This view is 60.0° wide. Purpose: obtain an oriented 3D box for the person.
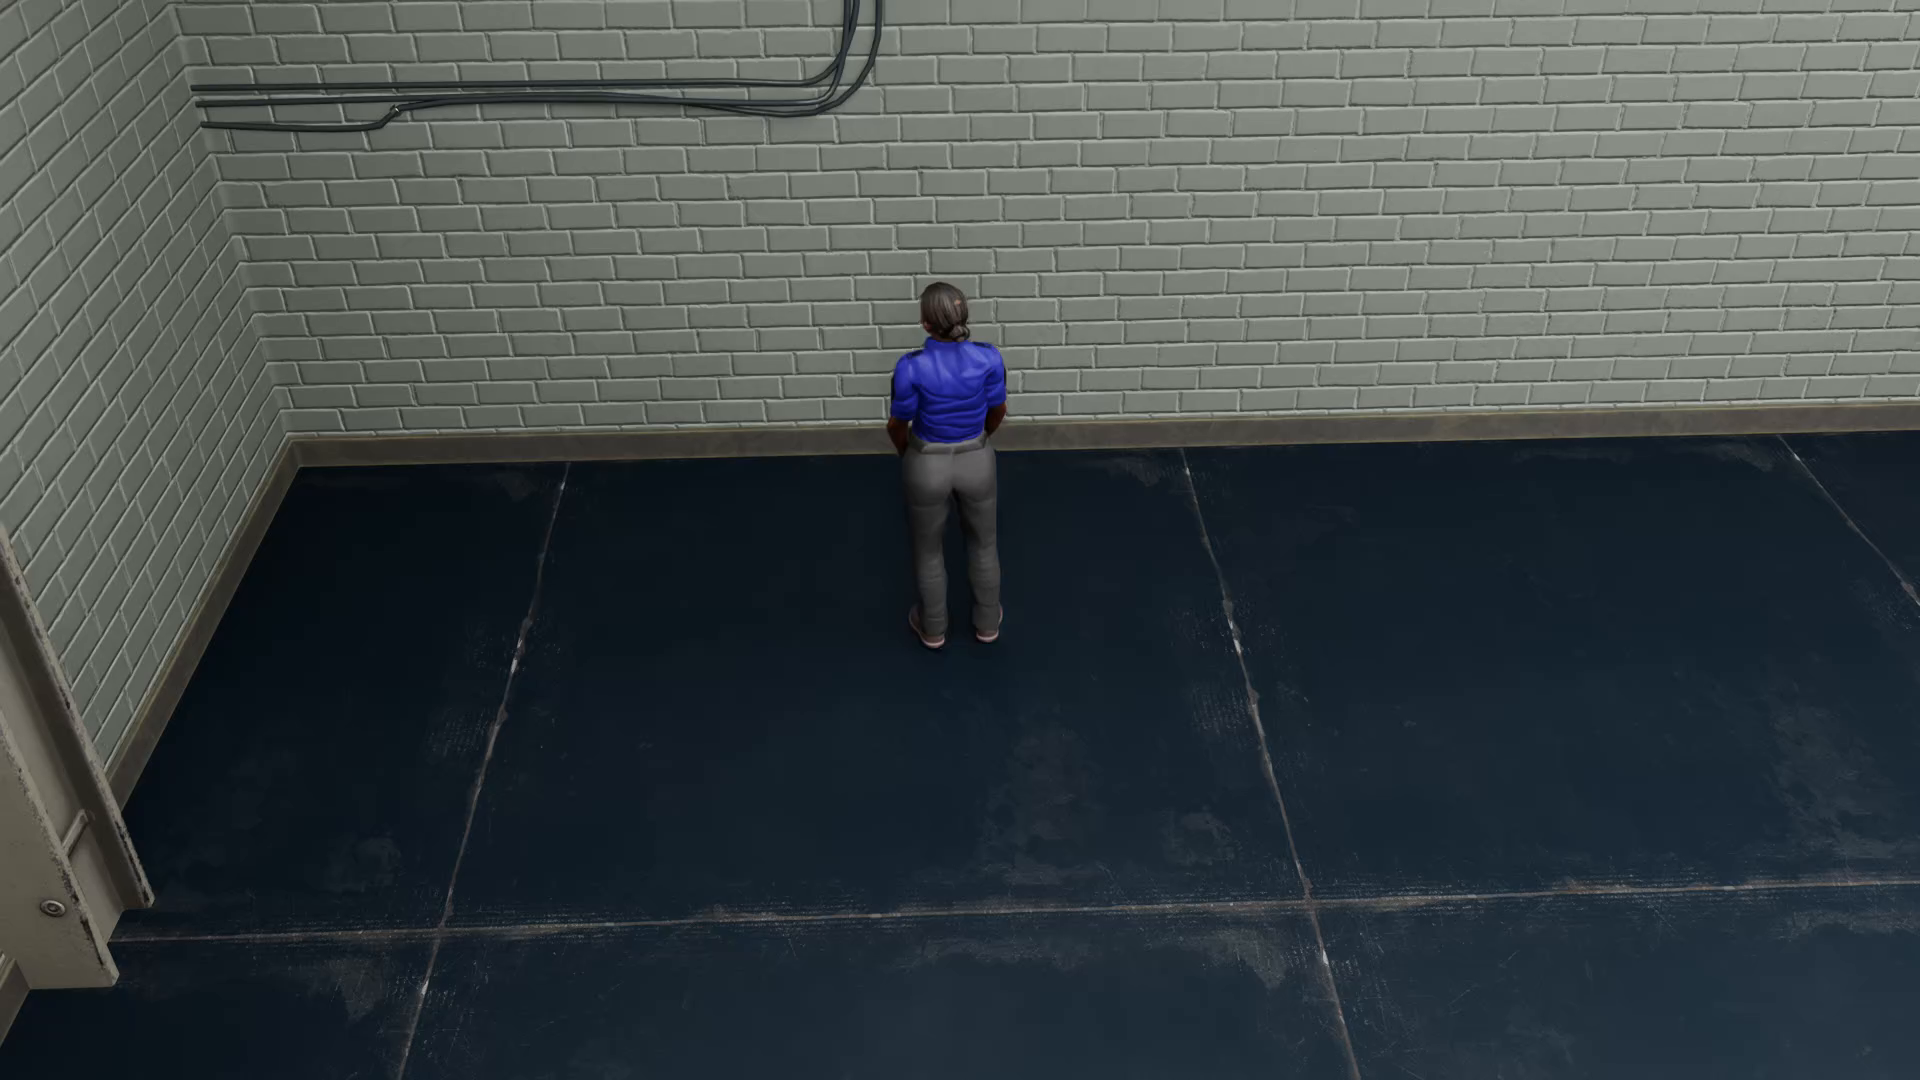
[{"bbox_3d":[-0.046,-0.294,6.550,0.493,1.662,0.396,-6,36,-8],"label":"person"}]
